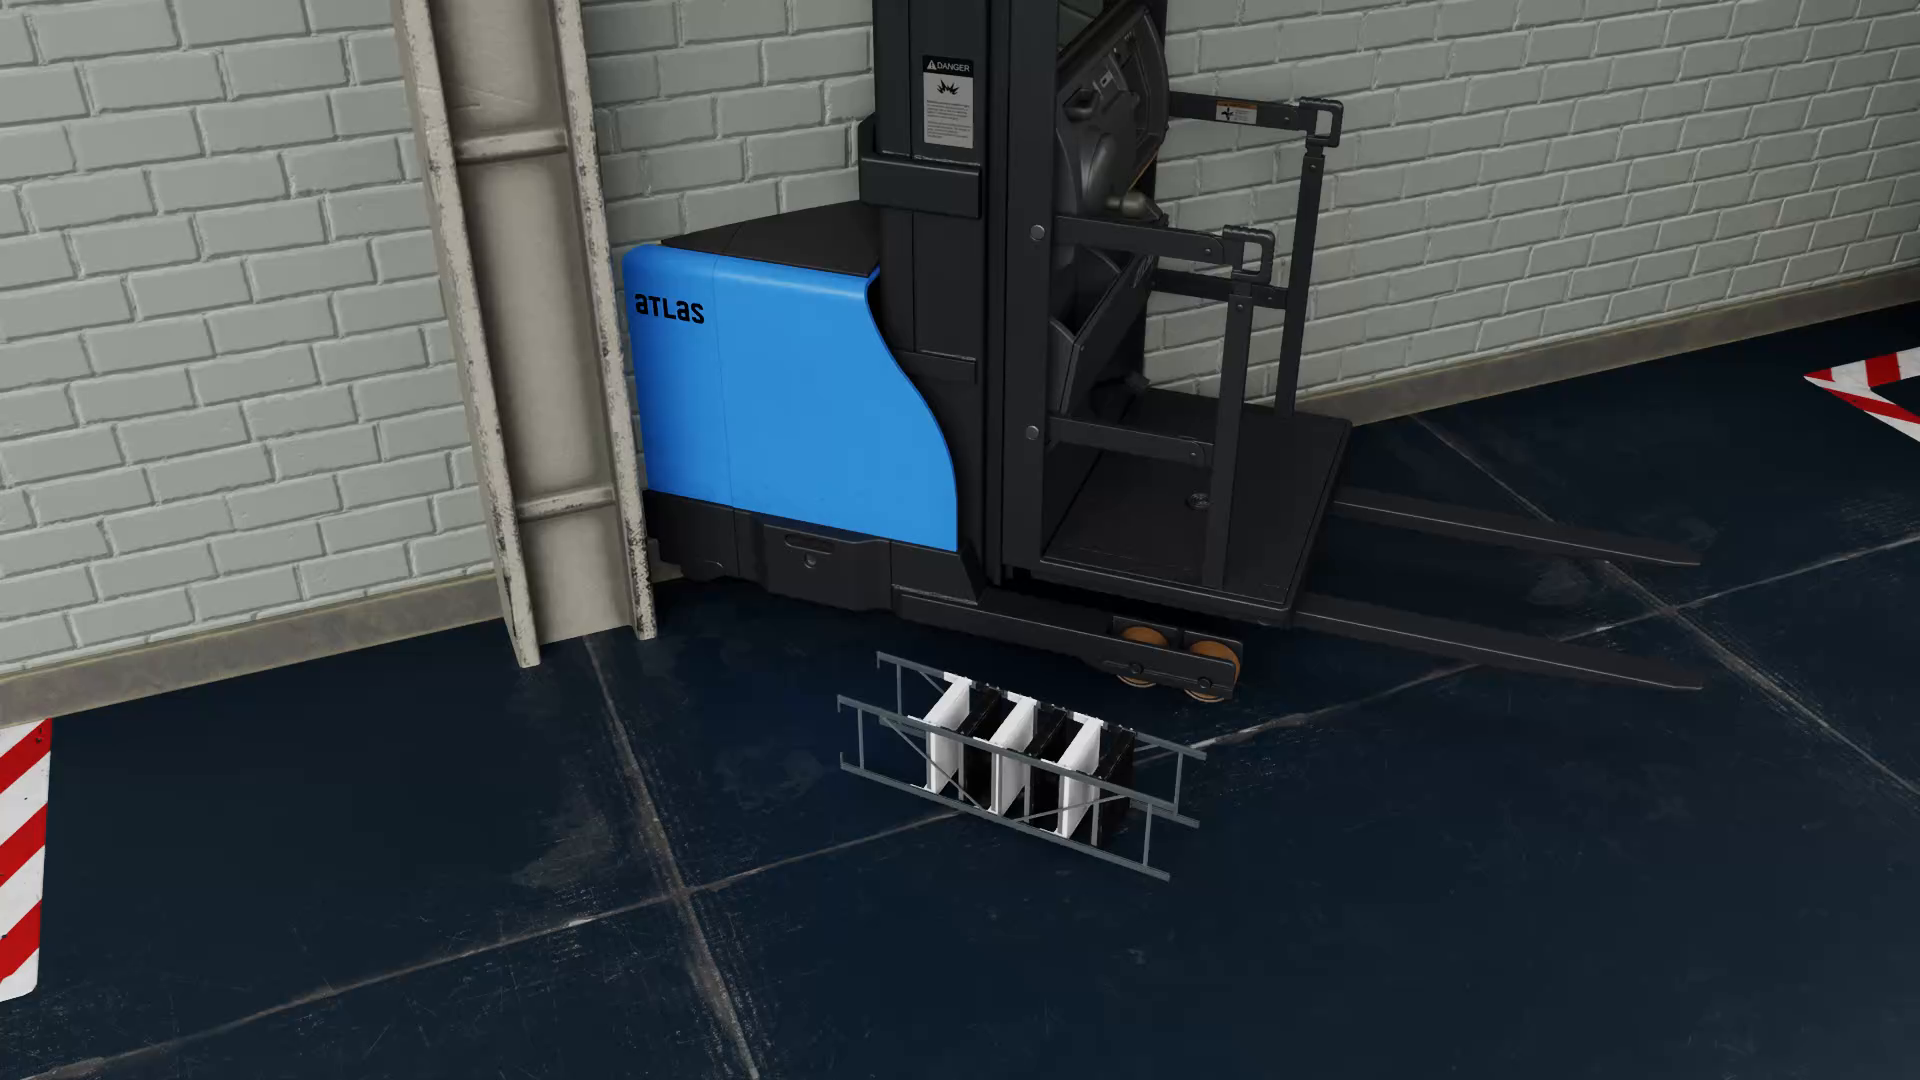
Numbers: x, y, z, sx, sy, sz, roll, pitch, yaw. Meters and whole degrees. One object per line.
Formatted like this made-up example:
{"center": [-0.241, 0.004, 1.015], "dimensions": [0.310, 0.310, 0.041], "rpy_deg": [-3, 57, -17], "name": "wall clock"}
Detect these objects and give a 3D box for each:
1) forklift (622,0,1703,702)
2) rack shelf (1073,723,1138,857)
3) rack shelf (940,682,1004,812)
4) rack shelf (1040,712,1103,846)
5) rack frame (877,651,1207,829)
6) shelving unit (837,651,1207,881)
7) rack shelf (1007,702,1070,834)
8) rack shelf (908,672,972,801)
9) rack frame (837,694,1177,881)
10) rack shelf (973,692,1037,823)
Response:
{"center": [0.590, -1.111, 4.271], "dimensions": [3.031, 2.935, 1.130], "rpy_deg": [11, 35, 17], "name": "forklift"}
{"center": [0.353, 0.608, 4.046], "dimensions": [0.077, 0.258, 0.200], "rpy_deg": [15, 36, 22], "name": "rack shelf"}
{"center": [0.031, 0.519, 4.182], "dimensions": [0.077, 0.258, 0.200], "rpy_deg": [15, 36, 22], "name": "rack shelf"}
{"center": [0.272, 0.586, 4.080], "dimensions": [0.077, 0.258, 0.200], "rpy_deg": [15, 36, 22], "name": "rack shelf"}
{"center": [0.187, 0.500, 4.212], "dimensions": [0.900, 0.240, 0.006], "rpy_deg": [15, 36, 22], "name": "rack frame"}
{"center": [0.141, 0.550, 4.135], "dimensions": [0.900, 0.258, 0.210], "rpy_deg": [15, 36, 22], "name": "shelving unit"}
{"center": [0.192, 0.564, 4.114], "dimensions": [0.077, 0.258, 0.200], "rpy_deg": [15, 36, 22], "name": "rack shelf"}
{"center": [-0.049, 0.497, 4.216], "dimensions": [0.077, 0.258, 0.200], "rpy_deg": [15, 36, 22], "name": "rack shelf"}
{"center": [0.095, 0.599, 4.059], "dimensions": [0.900, 0.240, 0.006], "rpy_deg": [15, 36, 22], "name": "rack frame"}
{"center": [0.112, 0.541, 4.148], "dimensions": [0.077, 0.258, 0.200], "rpy_deg": [15, 36, 22], "name": "rack shelf"}
